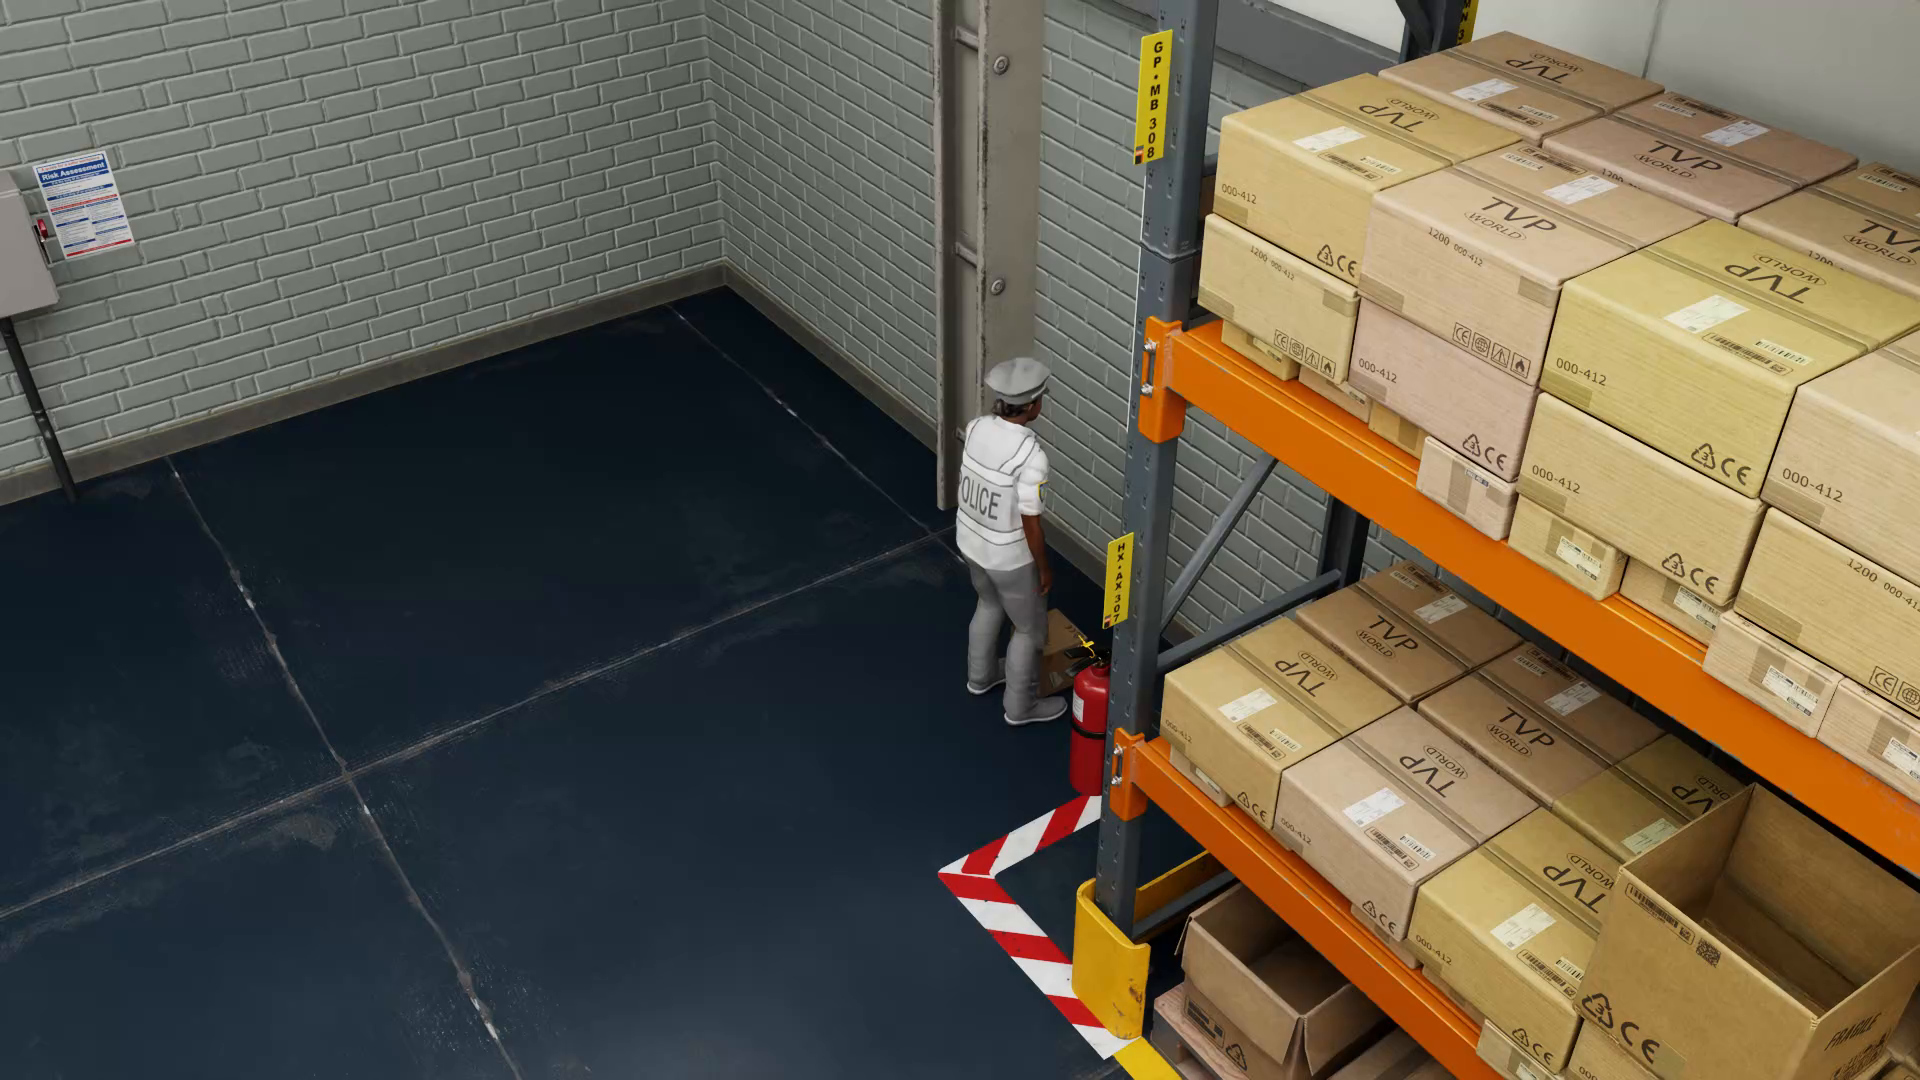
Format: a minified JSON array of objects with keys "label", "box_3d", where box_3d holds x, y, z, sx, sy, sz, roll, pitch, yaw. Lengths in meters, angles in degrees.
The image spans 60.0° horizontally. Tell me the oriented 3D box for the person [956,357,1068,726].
[{"label":"person","box_3d":[0.209,0.034,6.957,0.395,1.657,0.521,-25,43,-30]}]
